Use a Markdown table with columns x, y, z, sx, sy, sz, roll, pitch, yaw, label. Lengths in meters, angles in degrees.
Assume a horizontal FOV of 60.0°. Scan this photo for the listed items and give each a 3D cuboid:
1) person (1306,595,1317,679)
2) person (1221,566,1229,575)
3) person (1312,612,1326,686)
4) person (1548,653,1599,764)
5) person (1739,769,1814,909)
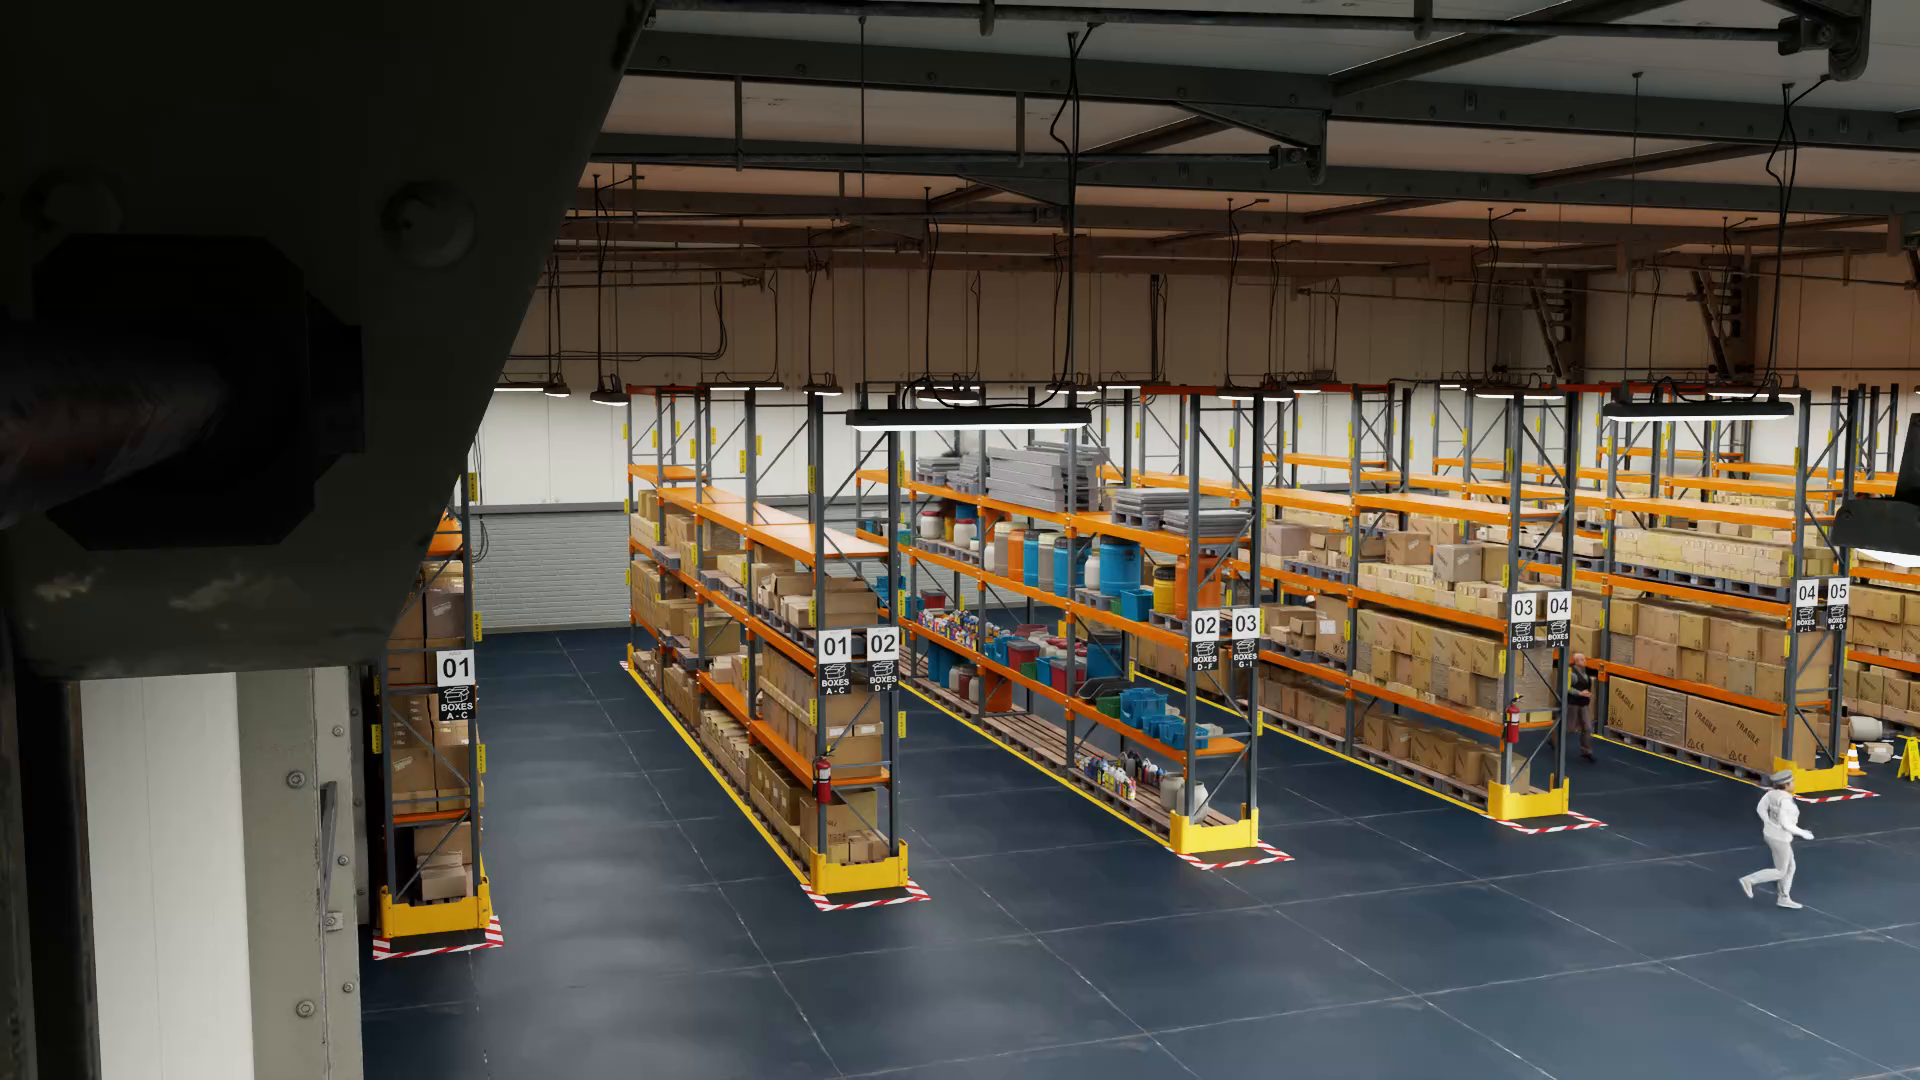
| x | y | z | sx | sy | sz | roll | pitch | yaw | label |
| --- | --- | --- | --- | --- | --- | --- | --- | --- | --- |
| 7.038 | 2.015 | 33.481 | 0.680 | 1.824 | 0.759 | -3 | 7 | -28 | person |
| 6.449 | 1.300 | 40.951 | 0.918 | 1.614 | 0.671 | -4 | 7 | -33 | person |
| 6.998 | 2.172 | 32.308 | 0.581 | 1.655 | 0.681 | -2 | 6 | -21 | person |
| 9.973 | 2.691 | 26.938 | 0.675 | 1.750 | 0.854 | -4 | 7 | -33 | person |
| 9.525 | 3.500 | 19.499 | 0.758 | 1.663 | 0.607 | 0 | 6 | 5 | person |
